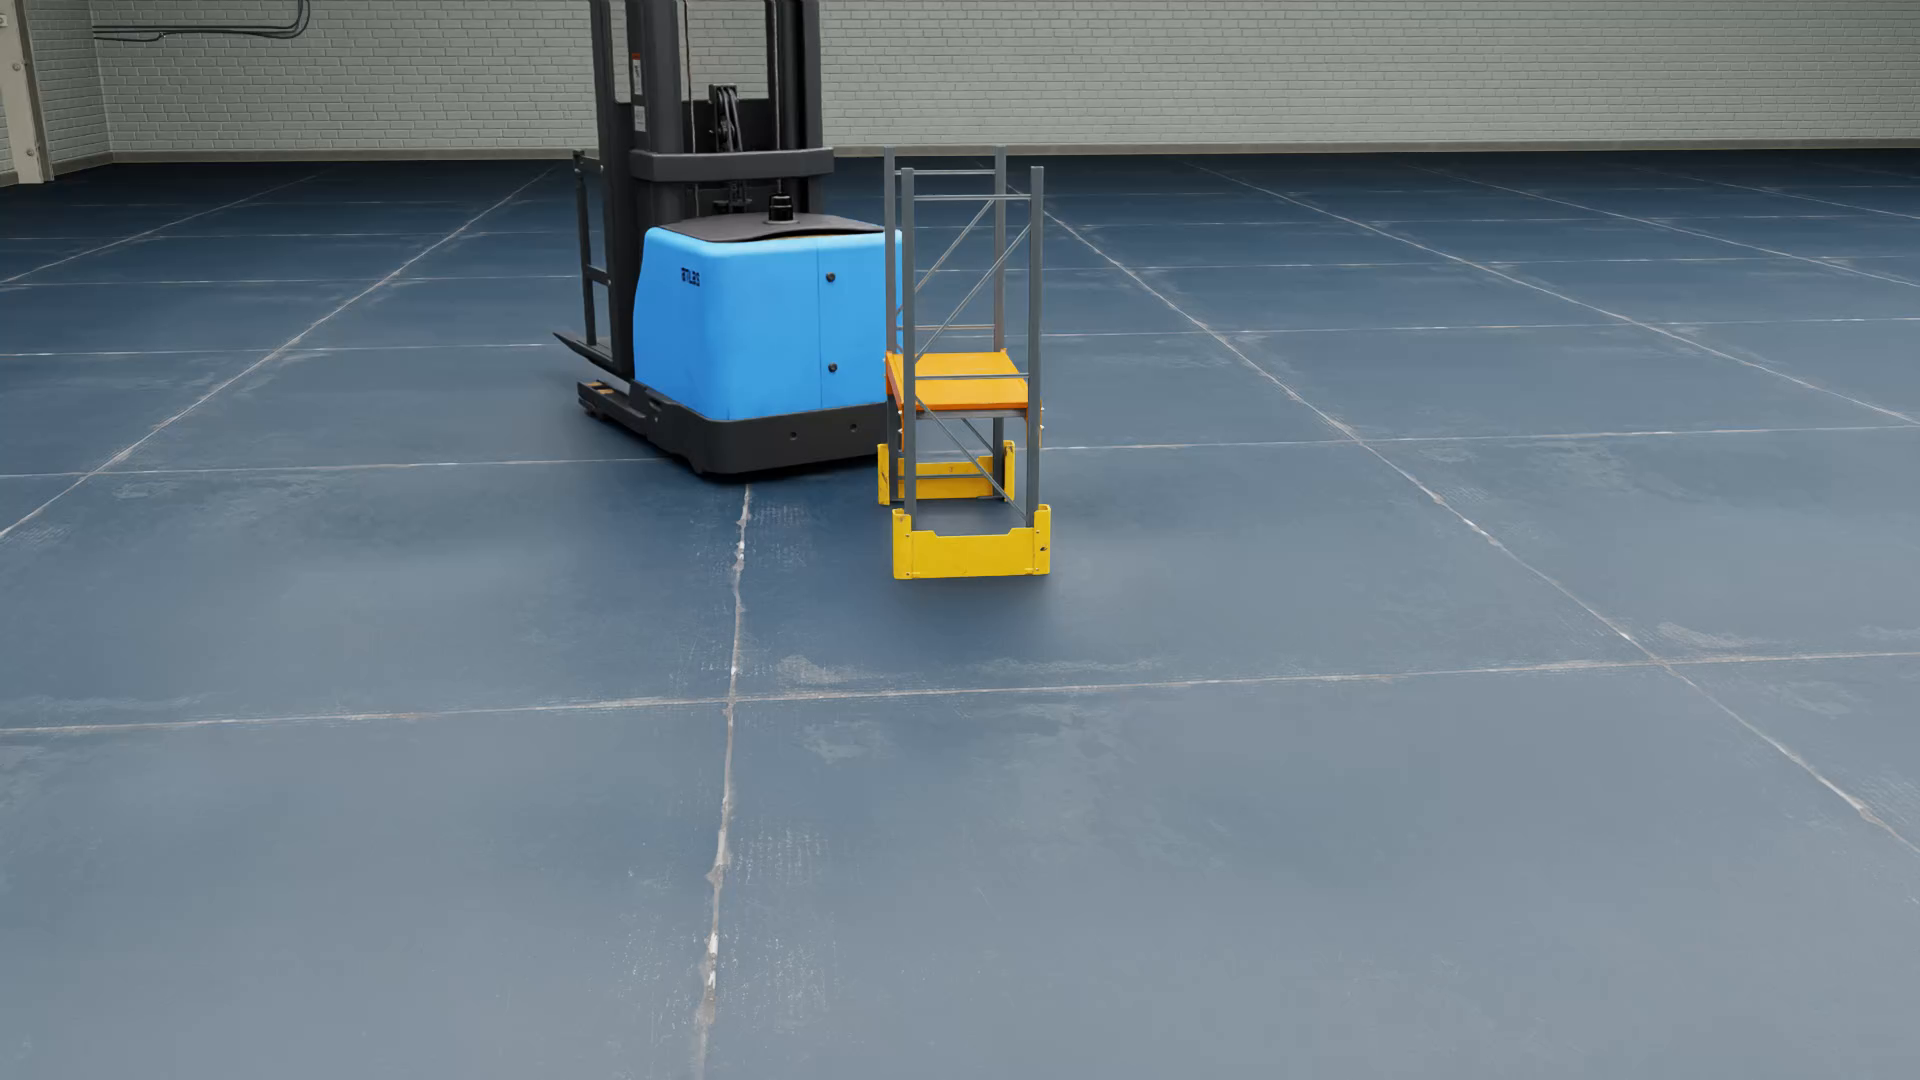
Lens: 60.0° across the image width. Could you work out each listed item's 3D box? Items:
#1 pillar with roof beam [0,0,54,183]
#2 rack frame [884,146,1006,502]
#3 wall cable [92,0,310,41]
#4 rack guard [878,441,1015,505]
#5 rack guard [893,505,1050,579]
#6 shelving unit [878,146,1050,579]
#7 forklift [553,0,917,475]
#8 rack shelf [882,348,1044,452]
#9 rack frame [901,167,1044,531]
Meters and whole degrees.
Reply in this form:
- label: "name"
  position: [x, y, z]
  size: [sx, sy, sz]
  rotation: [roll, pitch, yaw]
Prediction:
- label: "pillar with roof beam"
  position: [-7.541, -9.008, 20.346]
  size: [9.100, 9.000, 0.400]
  rotation: [-2, 18, -6]
- label: "rack frame"
  position: [-0.061, -0.892, 7.016]
  size: [0.500, 1.500, 0.032]
  rotation: [-2, 18, -6]
- label: "wall cable"
  position: [-10.812, -8.312, 23.313]
  size: [3.097, 2.526, 0.112]
  rotation: [-2, 18, -6]
- label: "rack guard"
  position: [-0.059, -0.290, 7.185]
  size: [0.587, 0.250, 0.087]
  rotation: [-2, 18, -6]
- label: "rack guard"
  position: [0.043, 0.006, 6.239]
  size: [0.587, 0.250, 0.087]
  rotation: [-2, 18, -6]
- label: "shelving unit"
  position: [-0.008, -0.738, 6.525]
  size: [0.587, 1.500, 1.083]
  rotation: [-2, 18, -6]
- label: "forklift"
  position: [-1.373, -2.082, 8.416]
  size: [1.130, 2.935, 3.031]
  rotation: [-10, 20, -28]
- label: "rack shelf"
  position: [-0.009, -0.569, 6.587]
  size: [0.538, 0.185, 1.000]
  rotation: [-2, 18, -6]
- label: "rack frame"
  position: [0.044, -0.590, 6.051]
  size: [0.500, 1.500, 0.032]
  rotation: [-2, 18, -6]
